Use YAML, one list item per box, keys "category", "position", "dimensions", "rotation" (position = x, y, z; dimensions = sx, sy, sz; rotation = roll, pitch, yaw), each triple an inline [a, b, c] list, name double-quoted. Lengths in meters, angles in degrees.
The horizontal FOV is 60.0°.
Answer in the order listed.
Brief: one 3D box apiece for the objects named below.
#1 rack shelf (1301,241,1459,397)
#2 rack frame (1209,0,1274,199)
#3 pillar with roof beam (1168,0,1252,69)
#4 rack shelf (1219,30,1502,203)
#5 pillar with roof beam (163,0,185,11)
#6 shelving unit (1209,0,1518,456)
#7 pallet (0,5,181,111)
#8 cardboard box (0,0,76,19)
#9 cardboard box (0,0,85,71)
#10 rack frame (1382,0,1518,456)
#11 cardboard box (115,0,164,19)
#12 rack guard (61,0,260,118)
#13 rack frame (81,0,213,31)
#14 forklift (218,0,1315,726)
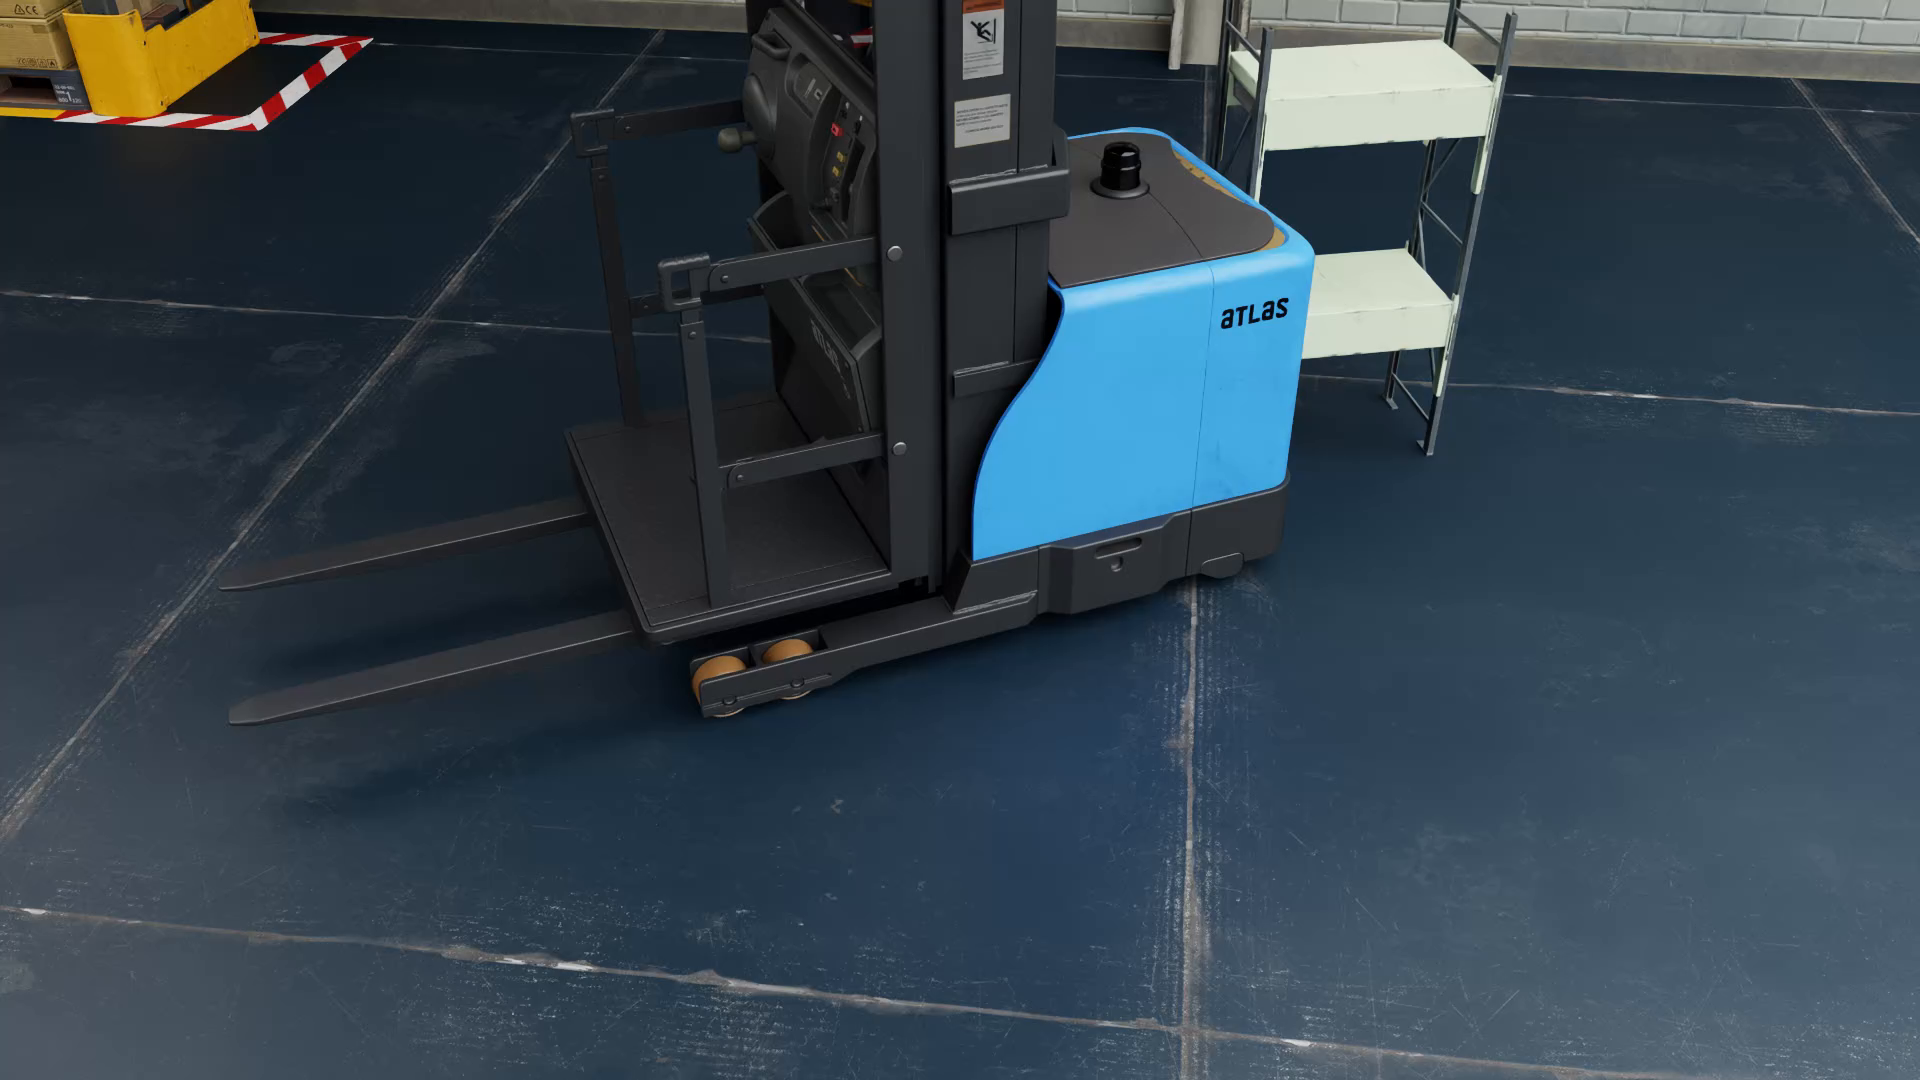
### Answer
- category: "rack shelf"
  position: [1.201, -0.709, 5.513]
  dimensions: [0.720, 0.370, 0.431]
  rotation: [-6, 36, -8]
- category: "rack frame"
  position: [0.840, -0.938, 5.273]
  dimensions: [0.023, 1.500, 0.400]
  rotation: [-6, 36, -8]
- category: "pillar with roof beam"
  position: [0.758, -3.724, 2.722]
  dimensions: [0.400, 9.000, 9.100]
  rotation: [4, 36, 6]
- category: "rack shelf"
  position: [1.201, -1.292, 5.097]
  dimensions: [0.720, 0.370, 0.431]
  rotation: [-6, 36, -8]
- category: "pillar with roof beam"
  position: [-5.193, -4.168, 3.344]
  dimensions: [0.400, 9.000, 9.100]
  rotation: [4, 36, 6]
- category: "shelving unit"
  position: [1.201, -0.974, 5.324]
  dimensions: [0.755, 1.500, 0.431]
  rotation: [-6, 36, -8]
- category: "pallet"
  position: [-4.833, -2.533, 8.618]
  dimensions: [1.213, 0.211, 1.003]
  rotation: [4, 36, 6]
- category: "cardboard box"
  position: [-4.592, -2.747, 8.092]
  dimensions: [0.500, 0.250, 0.500]
  rotation: [4, 36, 5]
- category: "cardboard box"
  position: [-4.575, -2.540, 8.233]
  dimensions: [0.500, 0.250, 0.500]
  rotation: [5, 36, 6]
- category: "rack frame"
  position: [1.561, -1.010, 5.374]
  dimensions: [0.023, 1.500, 0.400]
  rotation: [-6, 36, -8]
- category: "cardboard box"
  position: [-4.531, -2.837, 8.648]
  dimensions: [0.500, 0.250, 0.500]
  rotation: [4, 36, 6]
- category: "rack guard"
  position: [-4.045, -2.617, 8.486]
  dimensions: [0.348, 0.500, 1.175]
  rotation: [4, 36, 6]
- category: "rack frame"
  position: [-4.069, -3.636, 7.762]
  dimensions: [0.127, 3.000, 1.000]
  rotation: [4, 36, 6]
- category: "forklift"
  position: [-0.576, -1.056, 4.207]
  dimensions: [3.031, 2.935, 1.130]
  rotation: [-13, 38, -18]
